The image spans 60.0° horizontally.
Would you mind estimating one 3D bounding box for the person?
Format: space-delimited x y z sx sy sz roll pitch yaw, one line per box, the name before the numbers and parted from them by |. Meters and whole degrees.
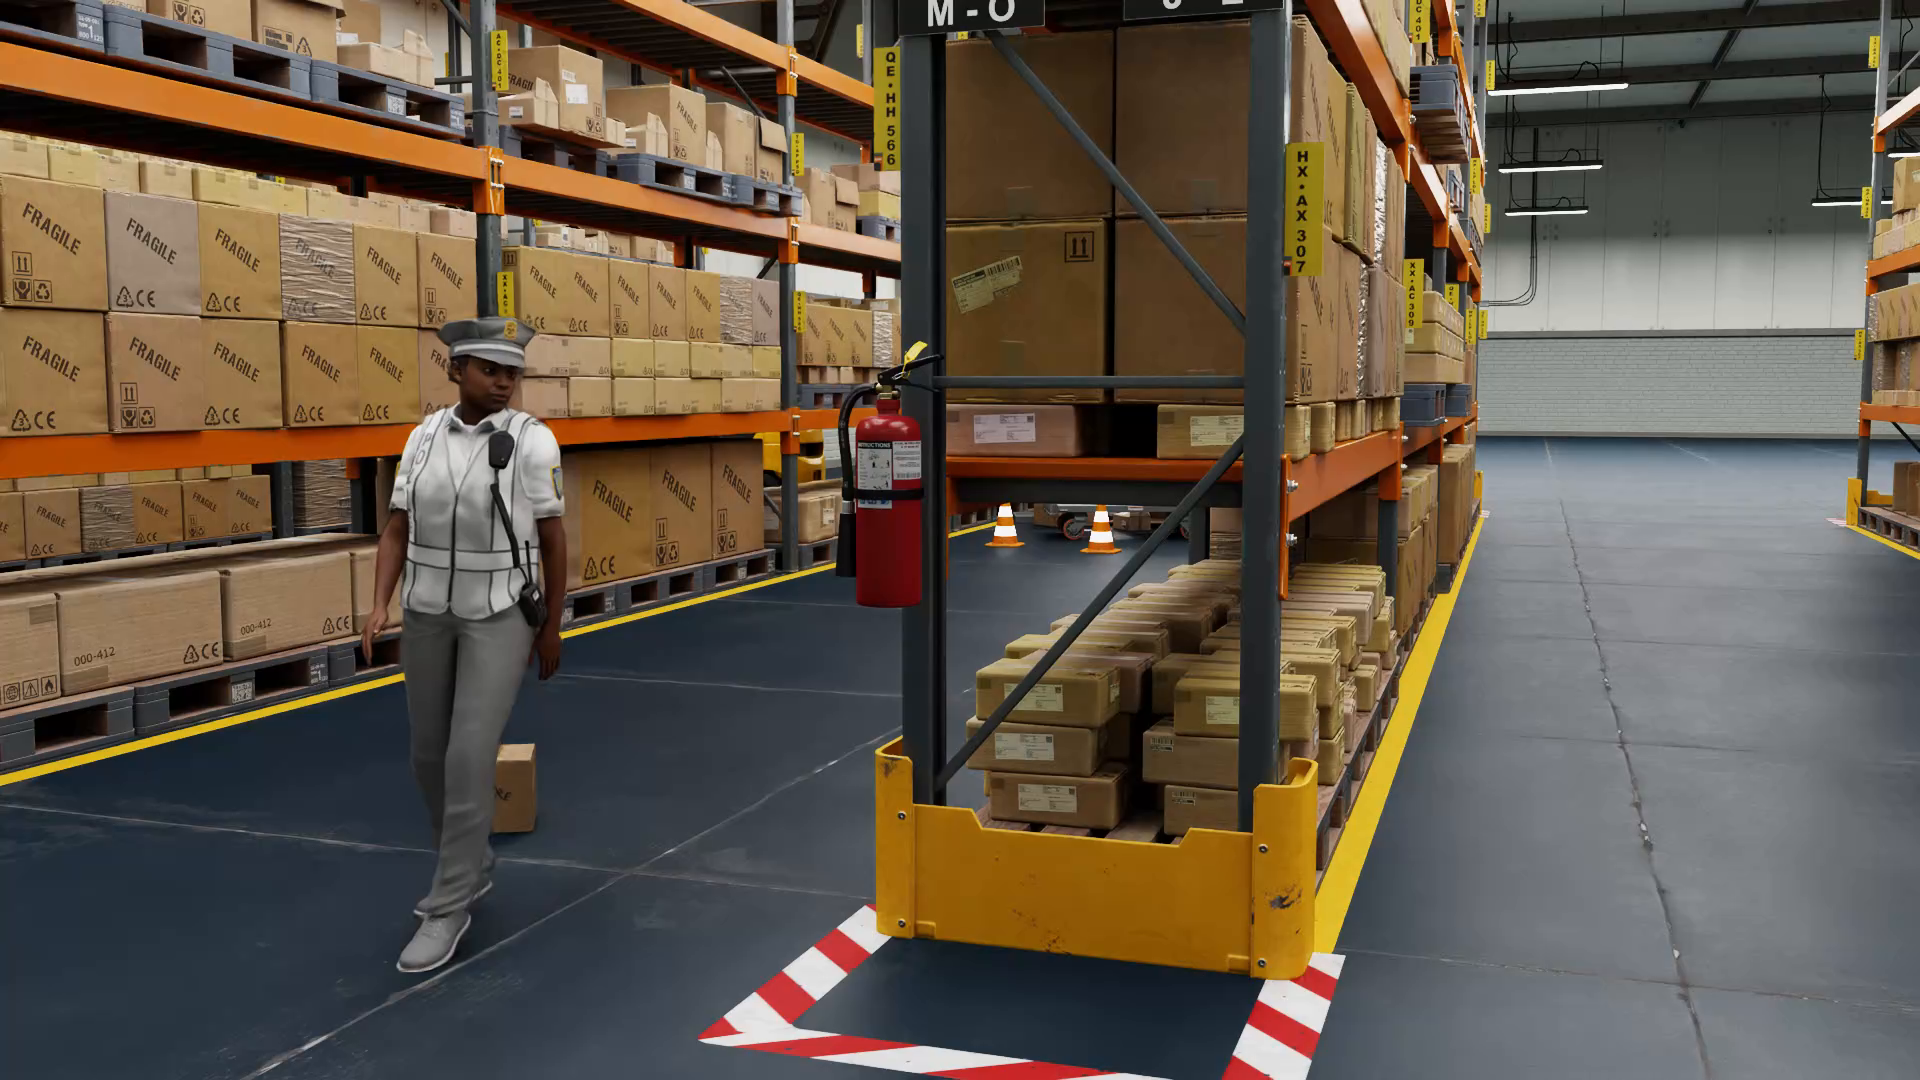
person | -1.335 0.255 4.453 0.469 1.694 0.563 1 5 10
